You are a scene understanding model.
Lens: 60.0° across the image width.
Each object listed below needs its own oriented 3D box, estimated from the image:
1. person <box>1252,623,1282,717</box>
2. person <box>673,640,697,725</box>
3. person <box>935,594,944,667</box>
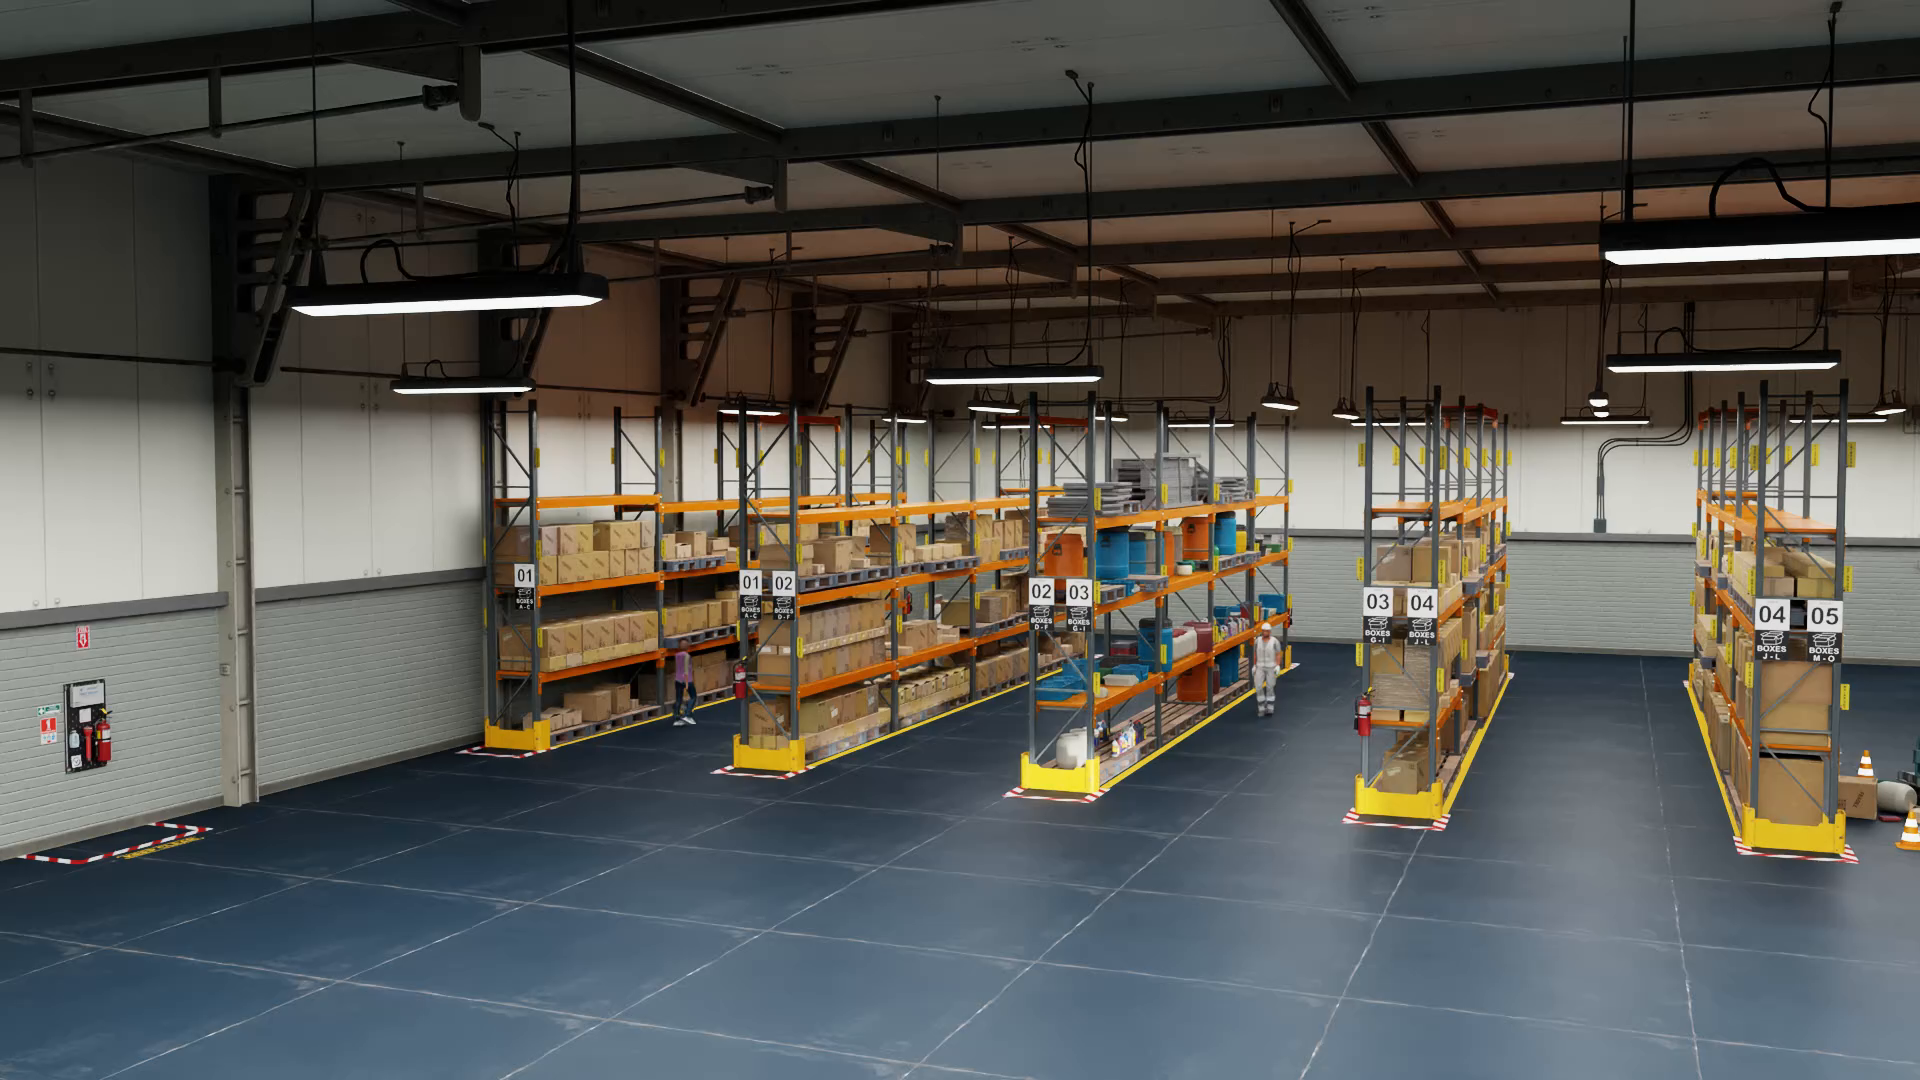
[{"bbox_3d":[5.960,2.535,32.352,0.610,1.849,0.505,1,3,26],"label":"person"},{"bbox_3d":[-5.202,2.667,31.096,0.431,1.590,0.506,2,3,33],"label":"person"},{"bbox_3d":[-0.540,2.171,39.675,0.528,1.756,0.565,-2,3,-34],"label":"person"}]
